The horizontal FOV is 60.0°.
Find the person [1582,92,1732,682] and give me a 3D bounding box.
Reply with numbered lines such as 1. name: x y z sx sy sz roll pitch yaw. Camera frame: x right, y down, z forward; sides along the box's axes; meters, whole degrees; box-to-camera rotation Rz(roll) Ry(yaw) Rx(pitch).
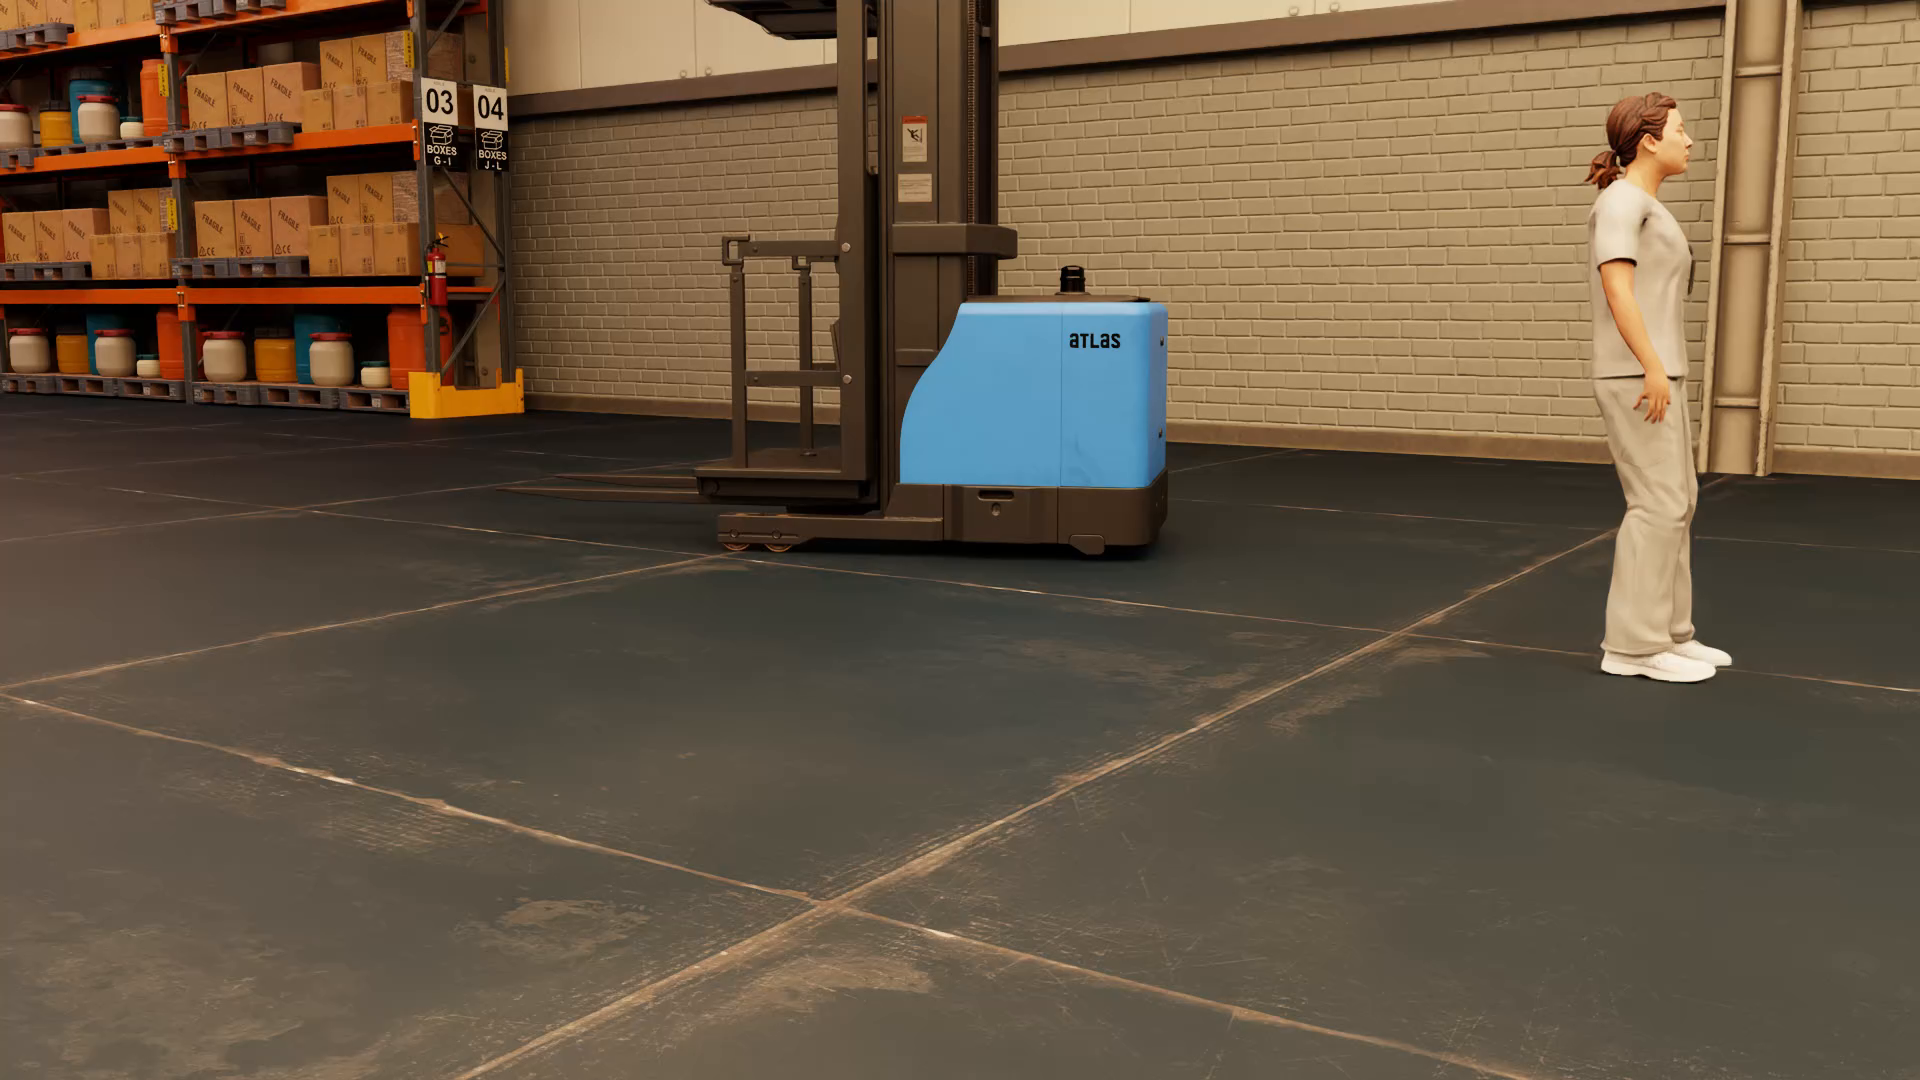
1. person: 2.035 -0.444 4.854 0.479 1.690 0.522 4 9 28

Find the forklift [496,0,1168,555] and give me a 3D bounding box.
1. forklift: -0.596 -1.469 7.520 3.031 2.935 1.130 2 8 12
